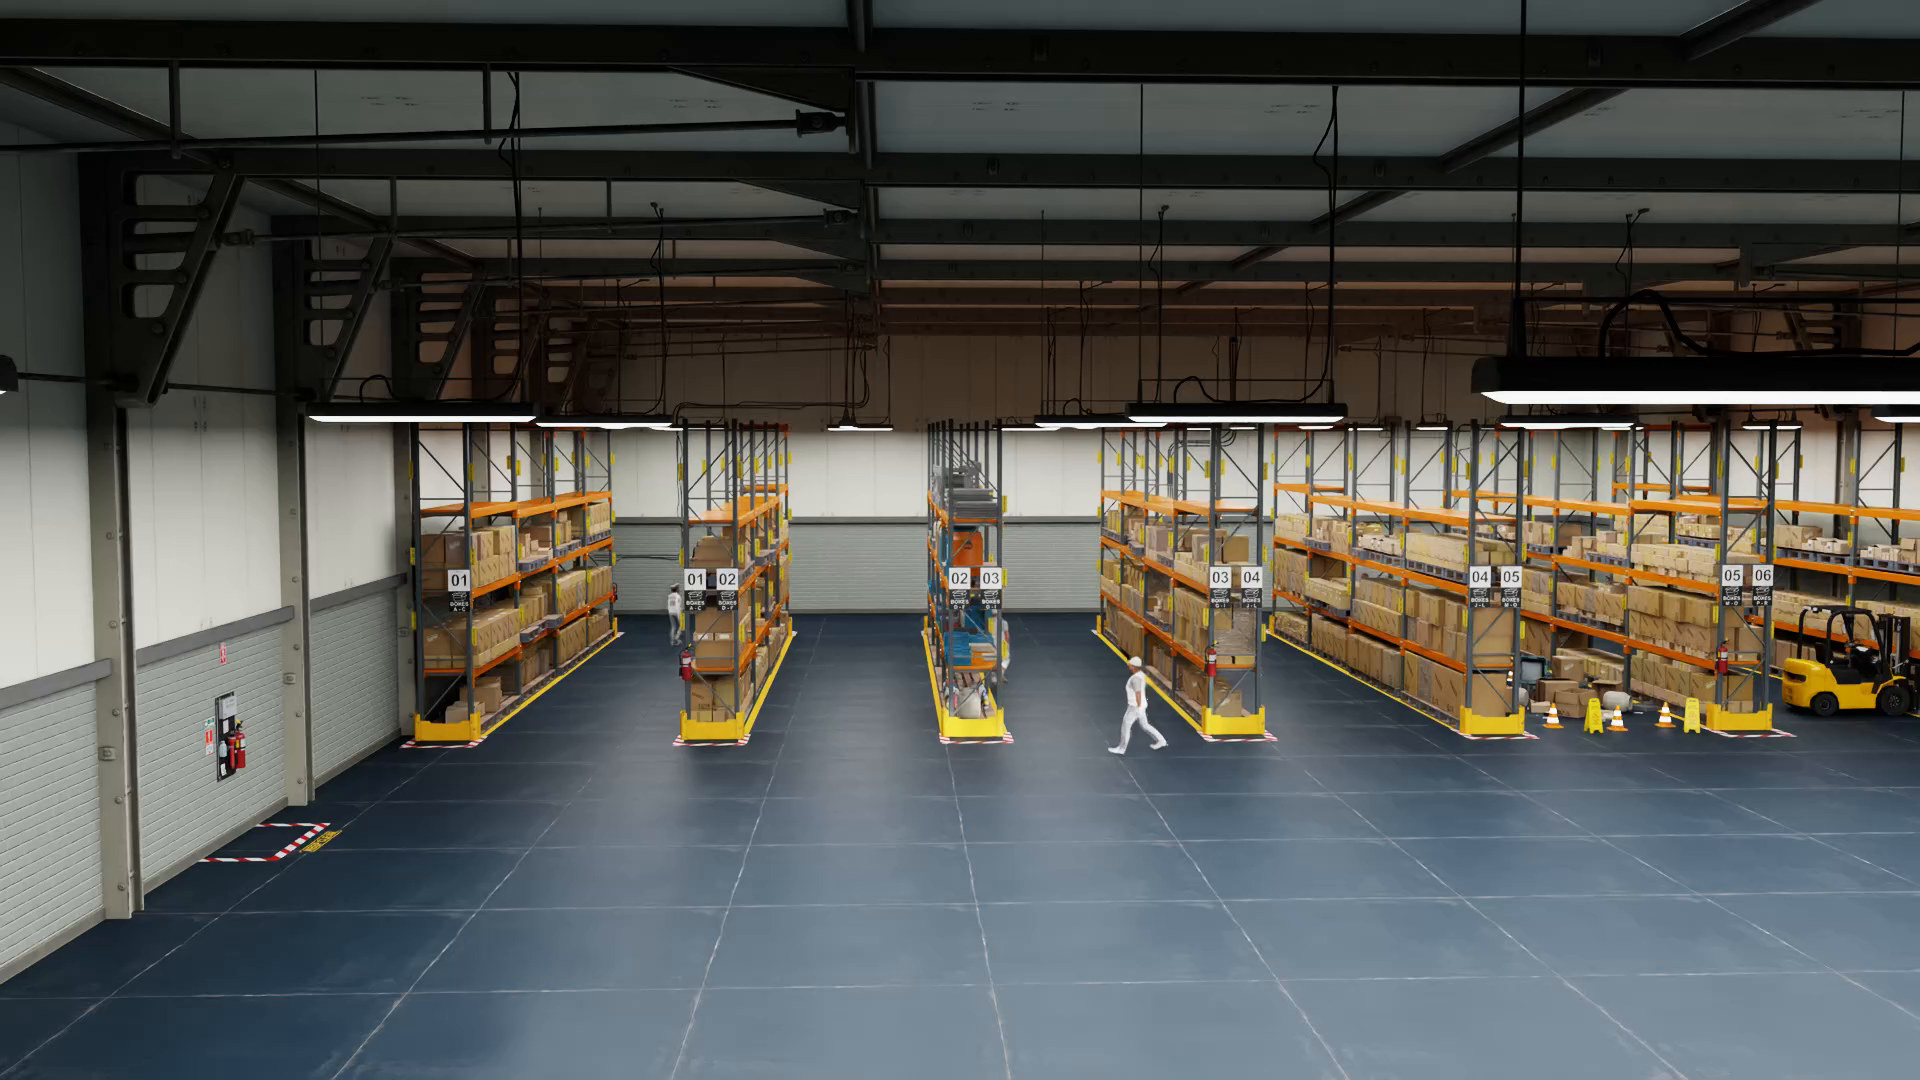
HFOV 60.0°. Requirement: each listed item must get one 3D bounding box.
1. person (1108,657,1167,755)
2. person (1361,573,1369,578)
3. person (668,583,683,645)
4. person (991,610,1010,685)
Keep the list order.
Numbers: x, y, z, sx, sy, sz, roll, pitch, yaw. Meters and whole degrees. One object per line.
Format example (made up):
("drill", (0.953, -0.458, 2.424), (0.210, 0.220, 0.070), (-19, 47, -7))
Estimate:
("person", (3.157, 2.951, 29.645), (1.036, 1.743, 0.563), (0, 4, 1))
("person", (11.931, 1.789, 49.160), (0.340, 1.645, 0.477), (1, 4, 16))
("person", (-7.679, 2.005, 44.813), (0.505, 1.659, 0.455), (2, 4, 23))
("person", (0.852, 2.395, 37.855), (0.600, 1.773, 0.491), (2, 4, 27))
